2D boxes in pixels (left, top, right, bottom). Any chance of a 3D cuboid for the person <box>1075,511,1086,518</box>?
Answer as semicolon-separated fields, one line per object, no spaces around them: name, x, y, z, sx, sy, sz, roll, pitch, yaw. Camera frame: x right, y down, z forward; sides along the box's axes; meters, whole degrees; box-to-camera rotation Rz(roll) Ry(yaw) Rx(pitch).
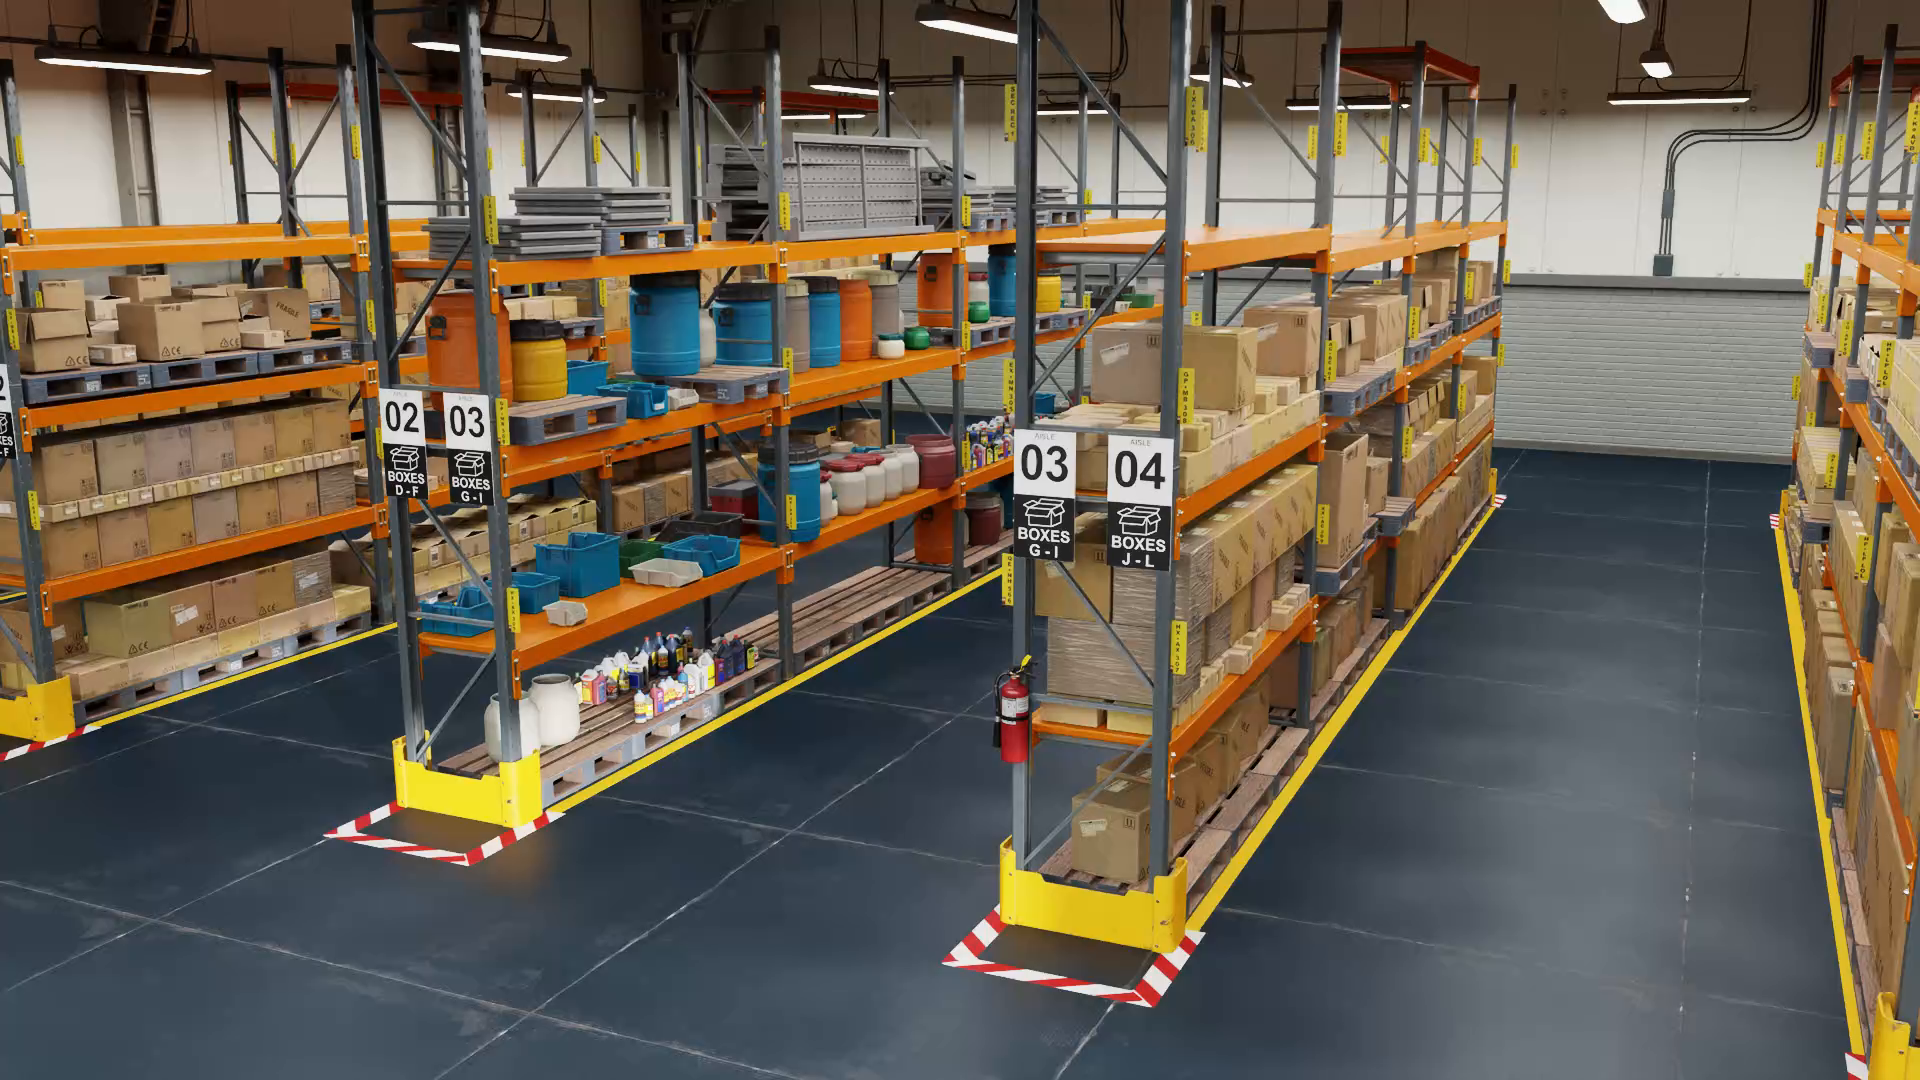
person;1.195;0.024;18.959;0.587;1.286;0.771;5;13;23
